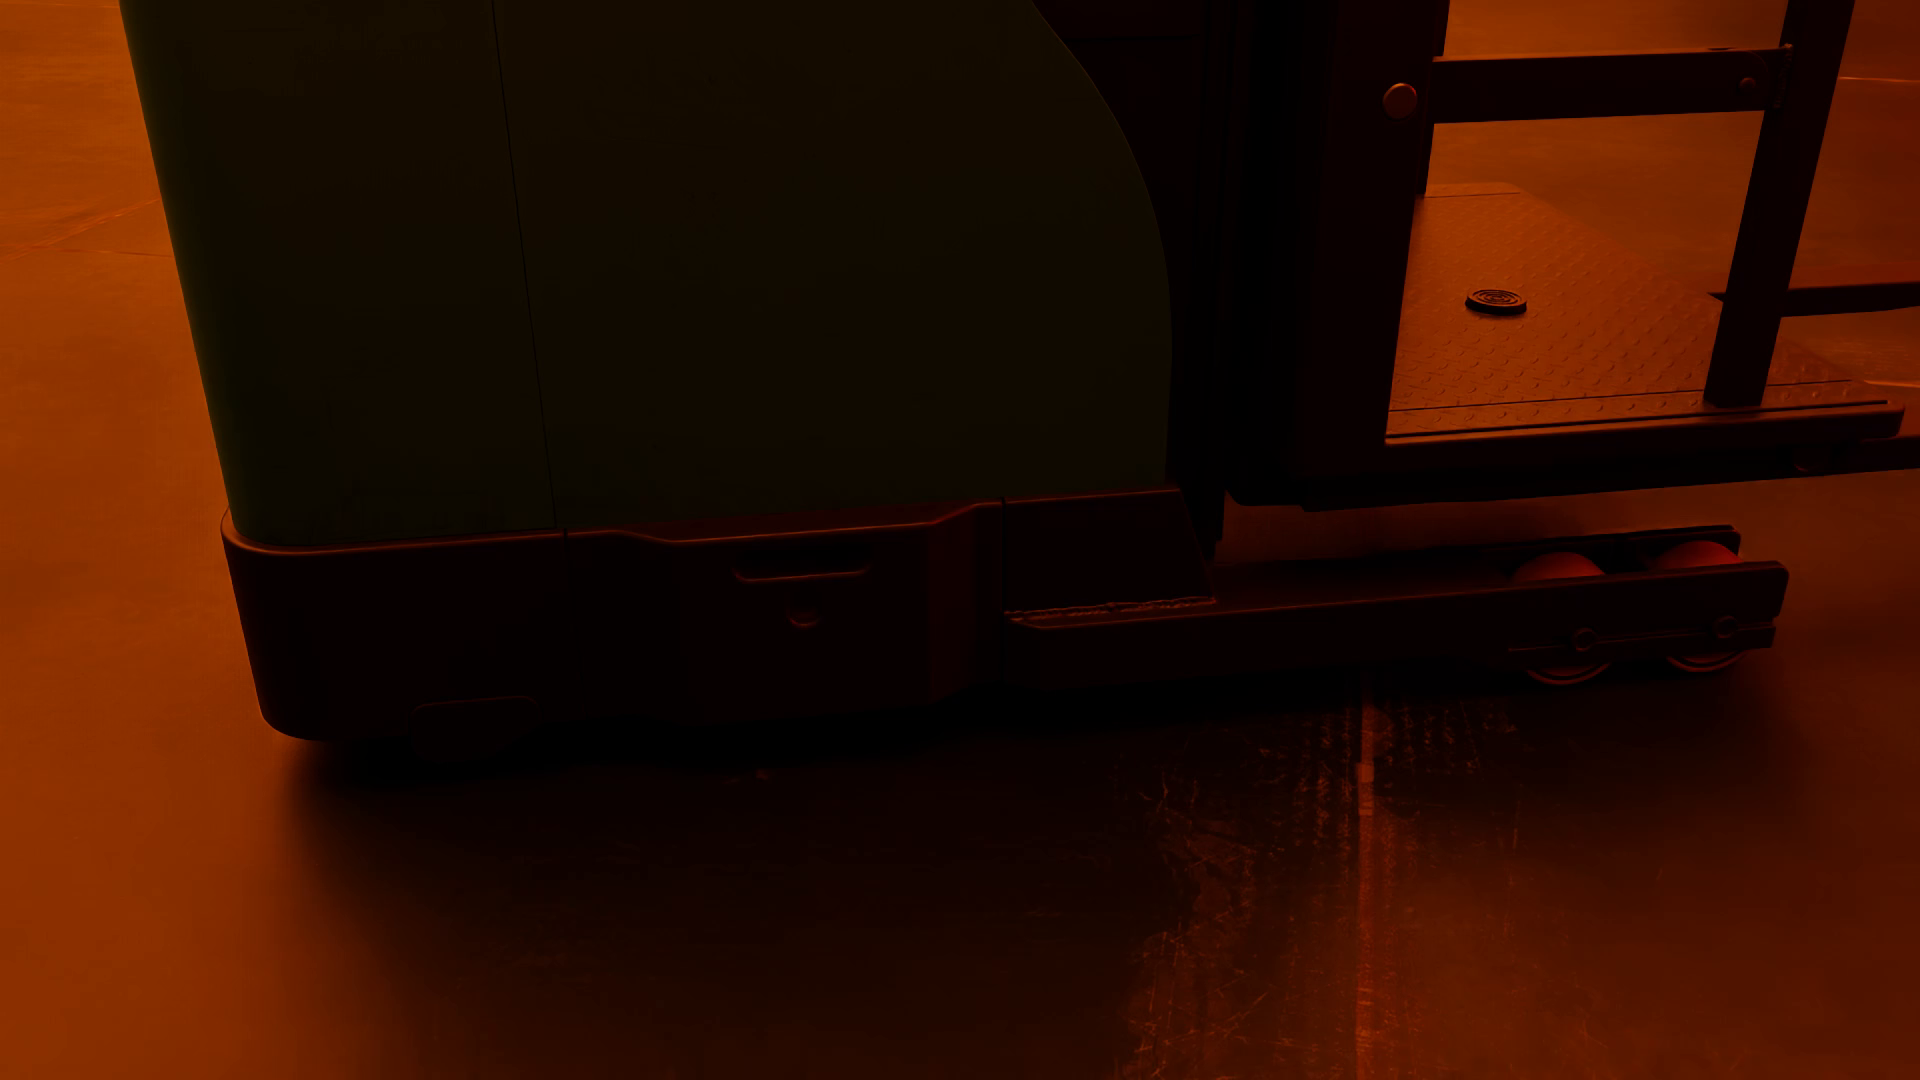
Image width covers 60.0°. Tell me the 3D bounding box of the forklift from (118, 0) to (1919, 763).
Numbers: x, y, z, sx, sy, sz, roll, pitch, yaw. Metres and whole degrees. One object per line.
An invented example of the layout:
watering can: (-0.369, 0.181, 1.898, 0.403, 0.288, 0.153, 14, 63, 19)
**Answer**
forklift: (0.600, -1.354, 1.930, 3.031, 2.935, 1.130, -4, 27, -9)
